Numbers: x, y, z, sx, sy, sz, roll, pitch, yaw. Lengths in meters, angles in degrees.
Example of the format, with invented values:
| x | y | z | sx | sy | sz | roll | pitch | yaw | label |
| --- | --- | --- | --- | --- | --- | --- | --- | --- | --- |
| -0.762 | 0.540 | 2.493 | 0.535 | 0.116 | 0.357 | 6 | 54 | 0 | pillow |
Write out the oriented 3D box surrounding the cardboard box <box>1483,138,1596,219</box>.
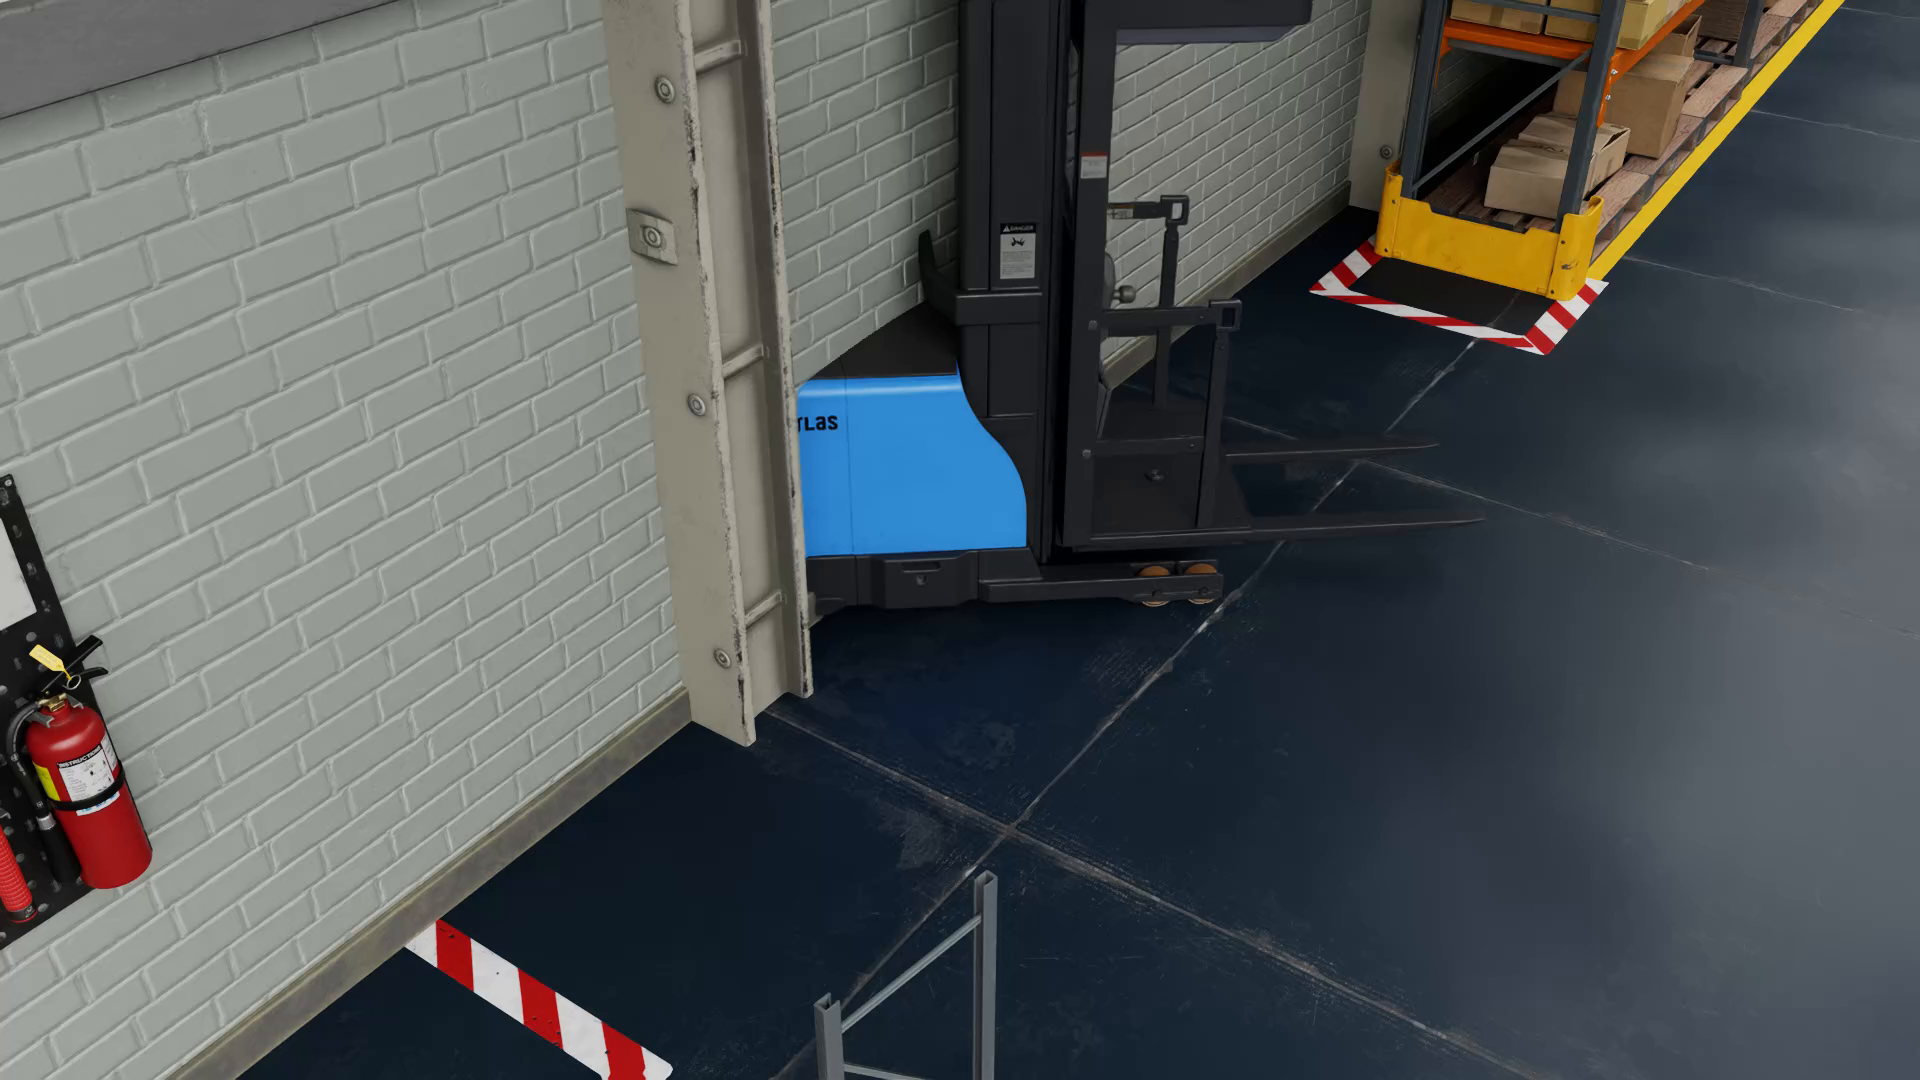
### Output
| x | y | z | sx | sy | sz | roll | pitch | yaw | label |
| --- | --- | --- | --- | --- | --- | --- | --- | --- | --- |
| 3.404 | -2.140 | 9.745 | 0.500 | 0.311 | 0.500 | 17 | 37 | 23 | cardboard box |

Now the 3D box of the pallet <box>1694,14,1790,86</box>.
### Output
| x | y | z | sx | sy | sz | roll | pitch | yaw | label |
| --- | --- | --- | --- | --- | --- | --- | --- | --- | --- |
| 5.659 | -3.827 | 12.720 | 1.003 | 0.211 | 1.213 | 21 | 39 | 28 | pallet |

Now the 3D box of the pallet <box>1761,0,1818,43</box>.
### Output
| x | y | z | sx | sy | sz | roll | pitch | yaw | label |
| --- | --- | --- | --- | --- | --- | --- | --- | --- | --- |
| 6.354 | -4.391 | 13.554 | 1.003 | 0.211 | 1.213 | 21 | 39 | 28 | pallet |

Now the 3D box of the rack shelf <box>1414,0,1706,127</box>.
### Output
| x | y | z | sx | sy | sz | roll | pitch | yaw | label |
| --- | --- | --- | --- | --- | --- | --- | --- | --- | --- |
| 4.075 | -3.405 | 10.249 | 1.077 | 0.370 | 4.000 | 21 | 39 | 28 | rack shelf |

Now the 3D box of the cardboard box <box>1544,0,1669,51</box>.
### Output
| x | y | z | sx | sy | sz | roll | pitch | yaw | label |
| --- | --- | --- | --- | --- | --- | --- | --- | --- | --- |
| 3.474 | -2.852 | 8.905 | 0.500 | 0.250 | 0.500 | 20 | 39 | 27 | cardboard box |

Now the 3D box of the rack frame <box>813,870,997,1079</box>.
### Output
| x | y | z | sx | sy | sz | roll | pitch | yaw | label |
| --- | --- | --- | --- | --- | --- | --- | --- | --- | --- |
| -0.103 | 1.430 | 3.797 | 0.032 | 1.500 | 0.500 | 28 | 43 | 35 | rack frame |

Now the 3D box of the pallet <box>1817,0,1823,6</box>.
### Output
| x | y | z | sx | sy | sz | roll | pitch | yaw | label |
| --- | --- | --- | --- | --- | --- | --- | --- | --- | --- |
| 7.050 | -4.950 | 14.381 | 1.003 | 0.211 | 1.213 | 21 | 39 | 28 | pallet |

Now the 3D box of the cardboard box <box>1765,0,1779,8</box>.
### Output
| x | y | z | sx | sy | sz | roll | pitch | yaw | label |
| --- | --- | --- | --- | --- | --- | --- | --- | --- | --- |
| 6.199 | -4.590 | 13.198 | 0.700 | 0.500 | 0.500 | 22 | 40 | 29 | cardboard box |

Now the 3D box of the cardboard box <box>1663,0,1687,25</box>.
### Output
| x | y | z | sx | sy | sz | roll | pitch | yaw | label |
| --- | --- | --- | --- | --- | --- | --- | --- | --- | --- |
| 3.759 | -3.095 | 9.265 | 0.500 | 0.250 | 0.500 | 20 | 39 | 27 | cardboard box |

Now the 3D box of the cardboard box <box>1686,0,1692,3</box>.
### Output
| x | y | z | sx | sy | sz | roll | pitch | yaw | label |
| --- | --- | --- | --- | --- | --- | --- | --- | --- | --- |
| 4.054 | -3.328 | 9.609 | 0.500 | 0.250 | 0.500 | 21 | 39 | 27 | cardboard box |

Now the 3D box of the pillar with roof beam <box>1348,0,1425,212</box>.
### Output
| x | y | z | sx | sy | sz | roll | pitch | yaw | label |
| --- | --- | --- | --- | --- | --- | --- | --- | --- | --- |
| 6.160 | -4.491 | 5.858 | 9.100 | 9.000 | 0.400 | 21 | 39 | 28 | pillar with roof beam |

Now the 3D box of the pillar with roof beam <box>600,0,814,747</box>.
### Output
| x | y | z | sx | sy | sz | roll | pitch | yaw | label |
| --- | --- | --- | --- | --- | --- | --- | --- | --- | --- |
| 2.739 | -1.730 | 1.775 | 9.100 | 9.000 | 0.400 | 21 | 39 | 28 | pillar with roof beam |

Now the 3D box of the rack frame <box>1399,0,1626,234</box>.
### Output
| x | y | z | sx | sy | sz | roll | pitch | yaw | label |
| --- | --- | --- | --- | --- | --- | --- | --- | --- | --- |
| 2.935 | -2.782 | 8.687 | 1.000 | 3.000 | 0.127 | 21 | 39 | 28 | rack frame |

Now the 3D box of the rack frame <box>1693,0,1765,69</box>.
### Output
| x | y | z | sx | sy | sz | roll | pitch | yaw | label |
| --- | --- | --- | --- | --- | --- | --- | --- | --- | --- |
| 5.216 | -4.623 | 11.409 | 1.000 | 3.000 | 0.127 | 21 | 39 | 28 | rack frame |

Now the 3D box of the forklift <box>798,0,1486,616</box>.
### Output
| x | y | z | sx | sy | sz | roll | pitch | yaw | label |
| --- | --- | --- | --- | --- | --- | --- | --- | --- | --- |
| 0.674 | -1.235 | 6.459 | 3.031 | 2.935 | 1.130 | -3 | 34 | -4 | forklift |

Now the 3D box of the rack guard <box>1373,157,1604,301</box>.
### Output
| x | y | z | sx | sy | sz | roll | pitch | yaw | label |
| --- | --- | --- | --- | --- | --- | --- | --- | --- | --- |
| 2.978 | -1.782 | 9.439 | 1.175 | 0.500 | 0.348 | 21 | 39 | 28 | rack guard |

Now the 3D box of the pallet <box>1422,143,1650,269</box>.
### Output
| x | y | z | sx | sy | sz | roll | pitch | yaw | label |
| --- | --- | --- | --- | --- | --- | --- | --- | --- | --- |
| 3.471 | -2.025 | 10.056 | 1.003 | 0.211 | 1.213 | 21 | 39 | 28 | pallet |

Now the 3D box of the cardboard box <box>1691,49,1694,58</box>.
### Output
| x | y | z | sx | sy | sz | roll | pitch | yaw | label |
| --- | --- | --- | --- | --- | --- | --- | --- | --- | --- |
| 4.935 | -3.376 | 11.701 | 0.380 | 0.166 | 0.250 | 16 | 37 | 22 | cardboard box |

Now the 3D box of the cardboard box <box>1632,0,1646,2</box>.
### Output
| x | y | z | sx | sy | sz | roll | pitch | yaw | label |
| --- | --- | --- | --- | --- | --- | --- | --- | --- | --- |
| 3.454 | -3.163 | 8.696 | 0.500 | 0.500 | 0.500 | 21 | 39 | 28 | cardboard box |

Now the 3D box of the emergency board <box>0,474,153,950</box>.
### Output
| x | y | z | sx | sy | sz | roll | pitch | yaw | label |
| --- | --- | --- | --- | --- | --- | --- | --- | --- | --- |
| -2.238 | 0.506 | 3.825 | 0.194 | 1.169 | 0.643 | 21 | 39 | 28 | emergency board |

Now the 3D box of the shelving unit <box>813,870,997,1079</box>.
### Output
| x | y | z | sx | sy | sz | roll | pitch | yaw | label |
| --- | --- | --- | --- | --- | --- | --- | --- | --- | --- |
| 0.260 | 1.622 | 3.513 | 1.083 | 1.500 | 0.587 | 28 | 43 | 35 | shelving unit |

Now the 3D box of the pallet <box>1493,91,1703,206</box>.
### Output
| x | y | z | sx | sy | sz | roll | pitch | yaw | label |
| --- | --- | --- | --- | --- | --- | --- | --- | --- | --- |
| 4.167 | -2.584 | 10.882 | 1.003 | 0.211 | 1.213 | 21 | 39 | 28 | pallet |

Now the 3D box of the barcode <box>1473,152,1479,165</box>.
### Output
| x | y | z | sx | sy | sz | roll | pitch | yaw | label |
| --- | --- | --- | --- | --- | --- | --- | --- | --- | --- |
| 3.085 | -2.280 | 9.944 | 0.001 | 0.075 | 0.075 | 21 | 39 | 28 | barcode |

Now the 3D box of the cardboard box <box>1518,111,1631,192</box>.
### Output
| x | y | z | sx | sy | sz | roll | pitch | yaw | label |
| --- | --- | --- | --- | --- | --- | --- | --- | --- | --- |
| 3.729 | -2.403 | 10.133 | 0.500 | 0.311 | 0.500 | 25 | 41 | 32 | cardboard box |

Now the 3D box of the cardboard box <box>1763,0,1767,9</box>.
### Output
| x | y | z | sx | sy | sz | roll | pitch | yaw | label |
| --- | --- | --- | --- | --- | --- | --- | --- | --- | --- |
| 5.875 | -4.368 | 12.870 | 0.700 | 0.500 | 0.500 | 20 | 39 | 27 | cardboard box |

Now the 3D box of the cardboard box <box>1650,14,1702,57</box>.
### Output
| x | y | z | sx | sy | sz | roll | pitch | yaw | label |
| --- | --- | --- | --- | --- | --- | --- | --- | --- | --- |
| 4.657 | -3.279 | 11.260 | 0.500 | 0.500 | 0.500 | 18 | 38 | 25 | cardboard box |

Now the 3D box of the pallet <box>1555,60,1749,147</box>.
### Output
| x | y | z | sx | sy | sz | roll | pitch | yaw | label |
| --- | --- | --- | --- | --- | --- | --- | --- | --- | --- |
| 4.862 | -3.148 | 11.716 | 1.003 | 0.211 | 1.213 | 21 | 39 | 28 | pallet |

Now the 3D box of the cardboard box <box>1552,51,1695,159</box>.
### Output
| x | y | z | sx | sy | sz | roll | pitch | yaw | label |
| --- | --- | --- | --- | --- | --- | --- | --- | --- | --- |
| 4.188 | -2.803 | 10.555 | 0.700 | 0.500 | 0.500 | 19 | 38 | 25 | cardboard box |

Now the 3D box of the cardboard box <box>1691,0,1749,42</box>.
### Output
| x | y | z | sx | sy | sz | roll | pitch | yaw | label |
| --- | --- | --- | --- | --- | --- | --- | --- | --- | --- |
| 5.622 | -4.114 | 12.494 | 0.700 | 0.500 | 0.500 | 23 | 40 | 30 | cardboard box |

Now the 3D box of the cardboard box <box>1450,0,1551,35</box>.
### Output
| x | y | z | sx | sy | sz | roll | pitch | yaw | label |
| --- | --- | --- | --- | --- | --- | --- | --- | --- | --- |
| 3.042 | -3.005 | 9.133 | 0.500 | 0.250 | 0.500 | 22 | 40 | 29 | cardboard box |
